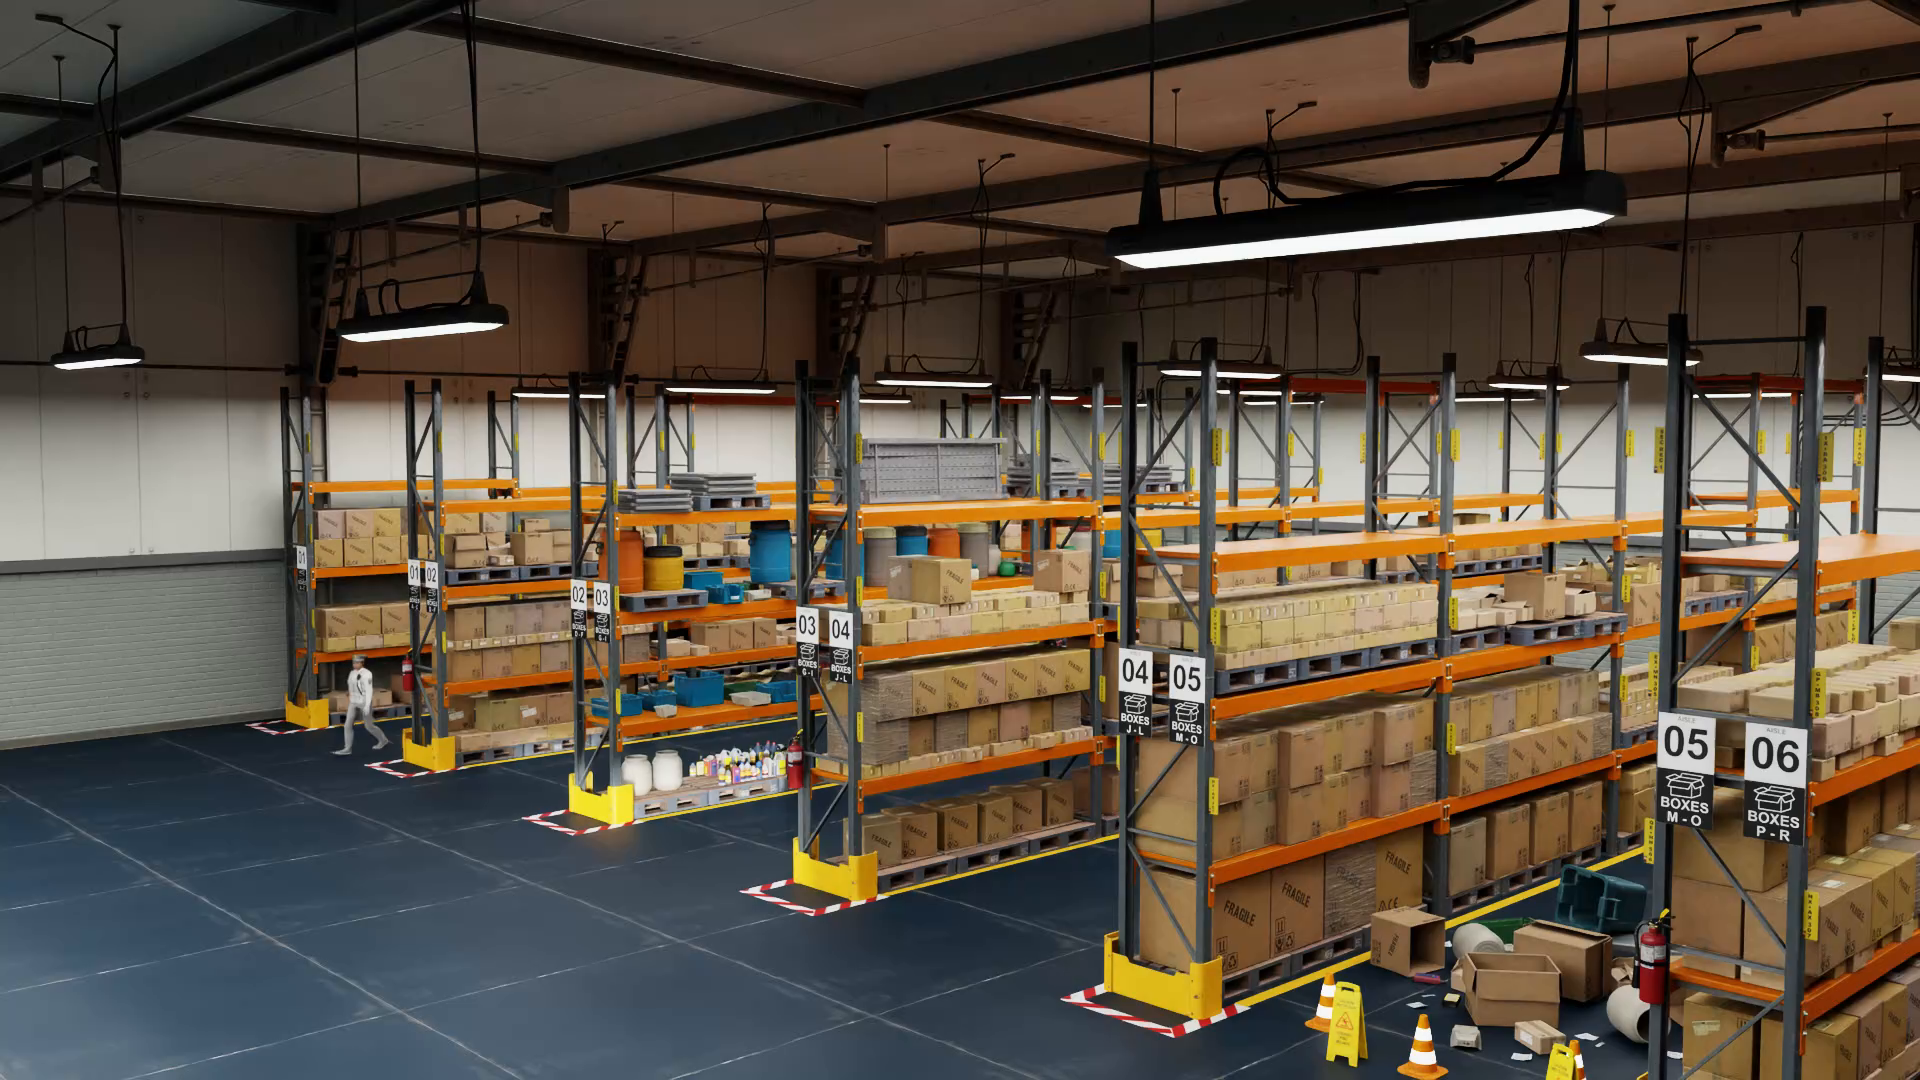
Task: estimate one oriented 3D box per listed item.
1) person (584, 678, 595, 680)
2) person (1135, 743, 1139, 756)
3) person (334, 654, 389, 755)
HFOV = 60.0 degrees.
[{"bbox_3d":[-6.665,2.485,29.897,0.507,1.569,0.570,2,4,26],"label":"person"},{"bbox_3d":[2.876,2.688,25.249,0.595,1.845,0.631,-2,4,-33],"label":"person"},{"bbox_3d":[-9.651,2.634,26.825,0.492,1.635,0.805,2,4,24],"label":"person"}]
